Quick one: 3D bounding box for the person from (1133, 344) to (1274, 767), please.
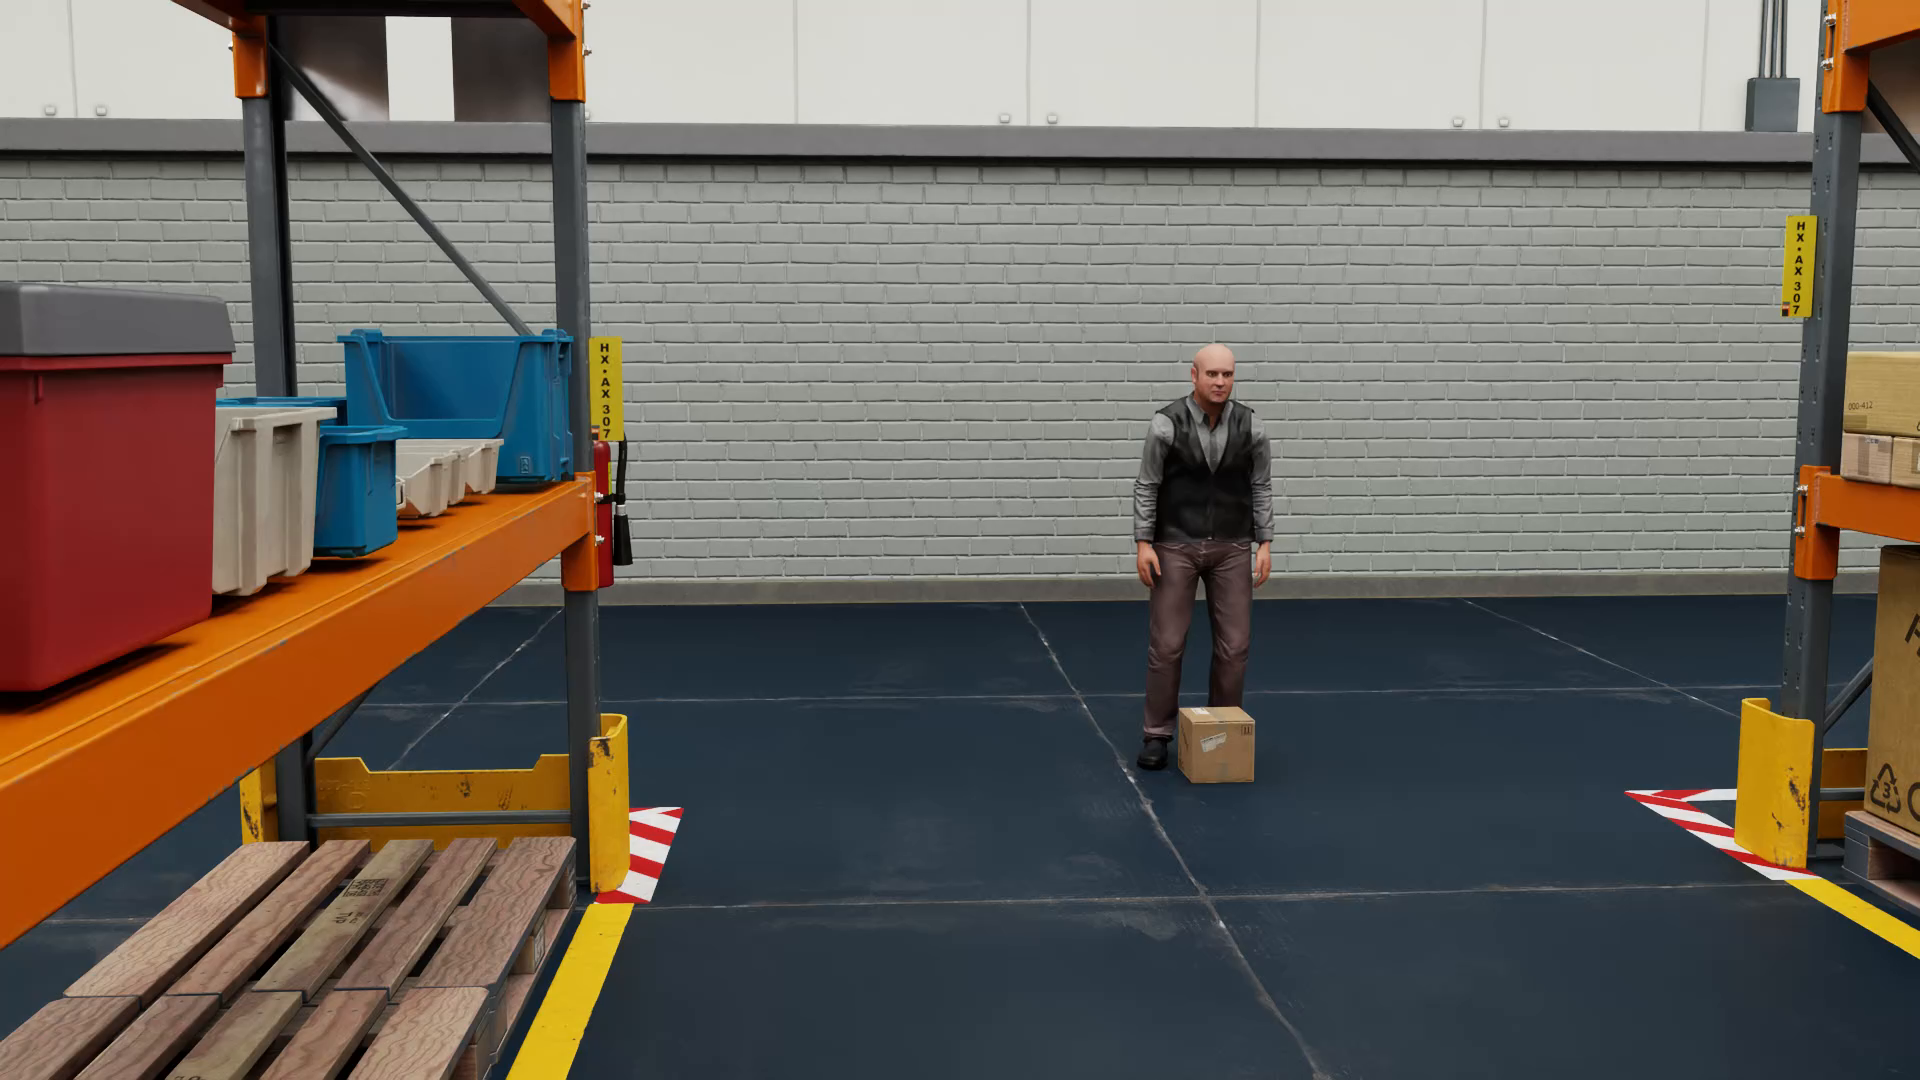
[{"bbox_3d":[0.999,0.108,6.866,0.582,1.618,0.412,-1,7,-4],"label":"person"}]
